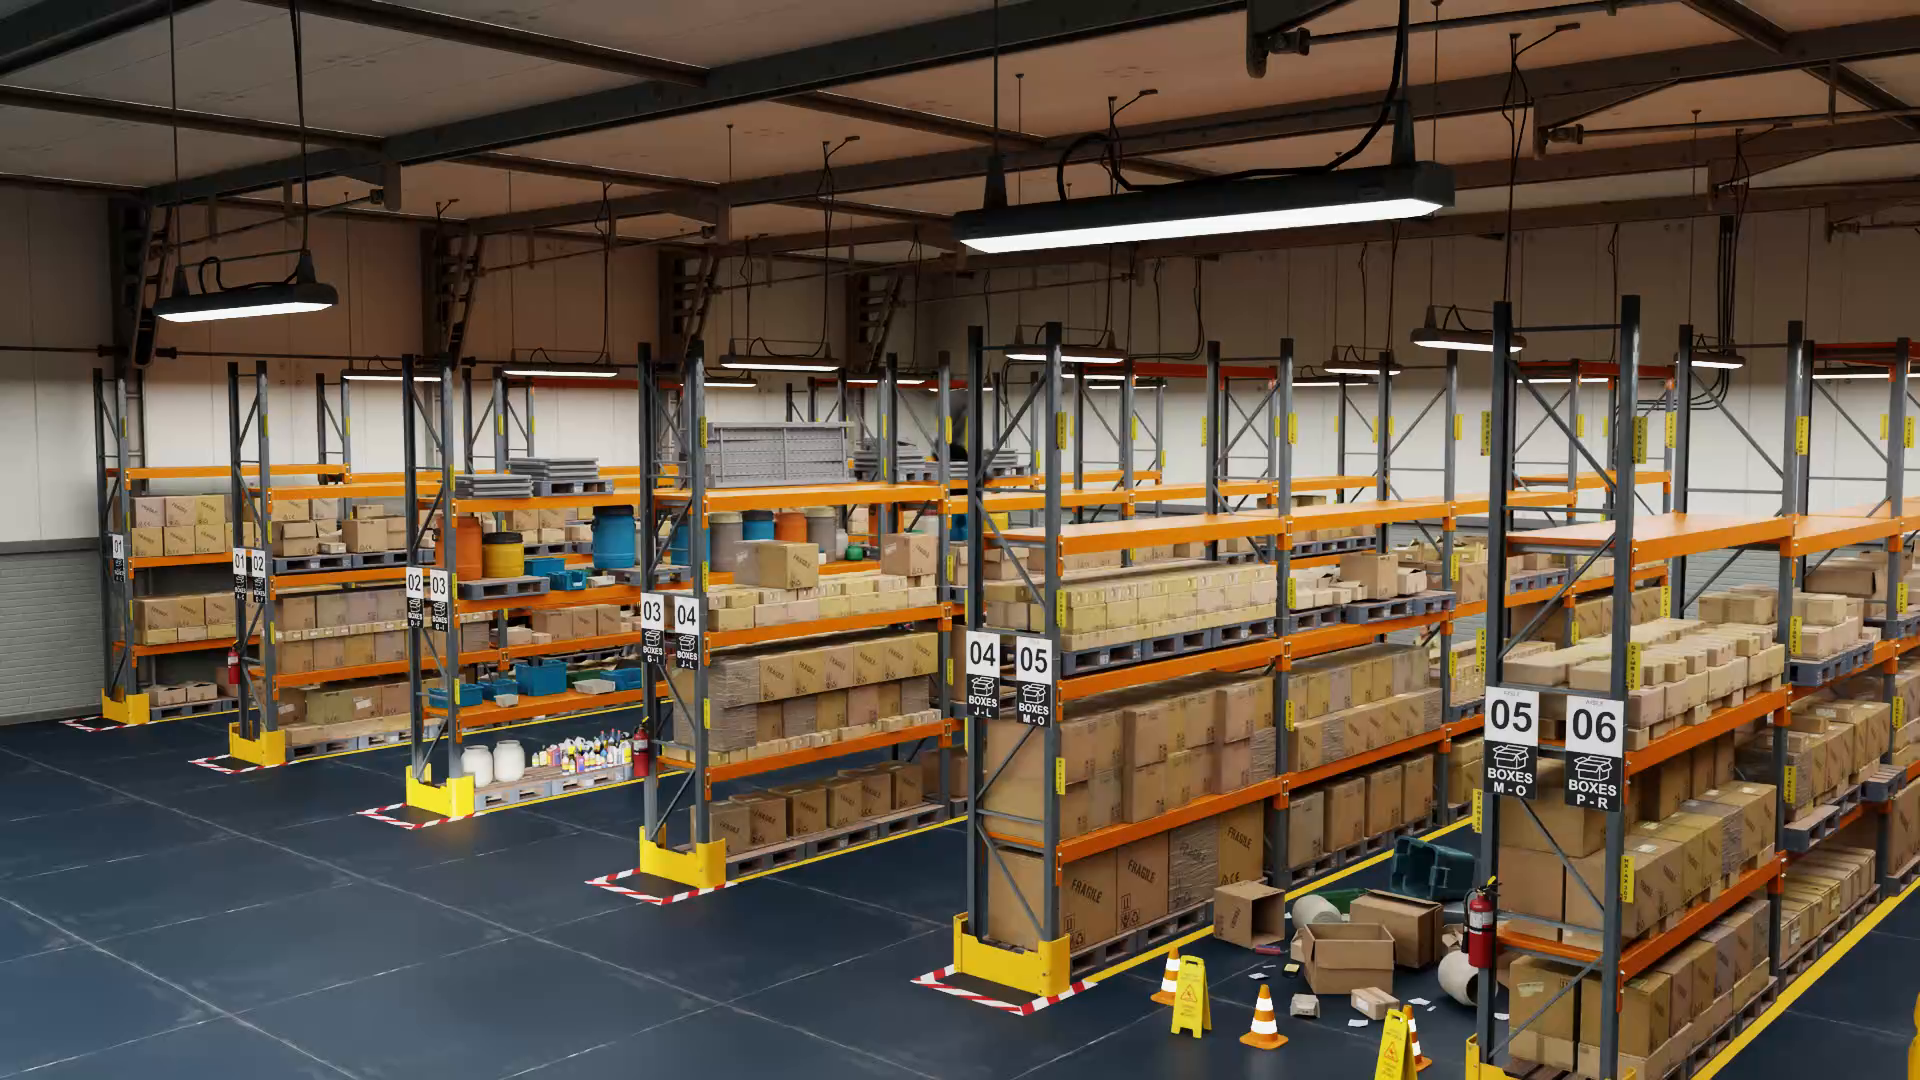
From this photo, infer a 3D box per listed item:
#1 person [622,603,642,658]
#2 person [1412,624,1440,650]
[{"bbox_3d":[-6.382,2.004,32.476,0.531,1.553,0.539,3,5,34],"label":"person"},{"bbox_3d":[8.051,2.240,28.703,0.576,1.680,0.825,3,5,34],"label":"person"}]
